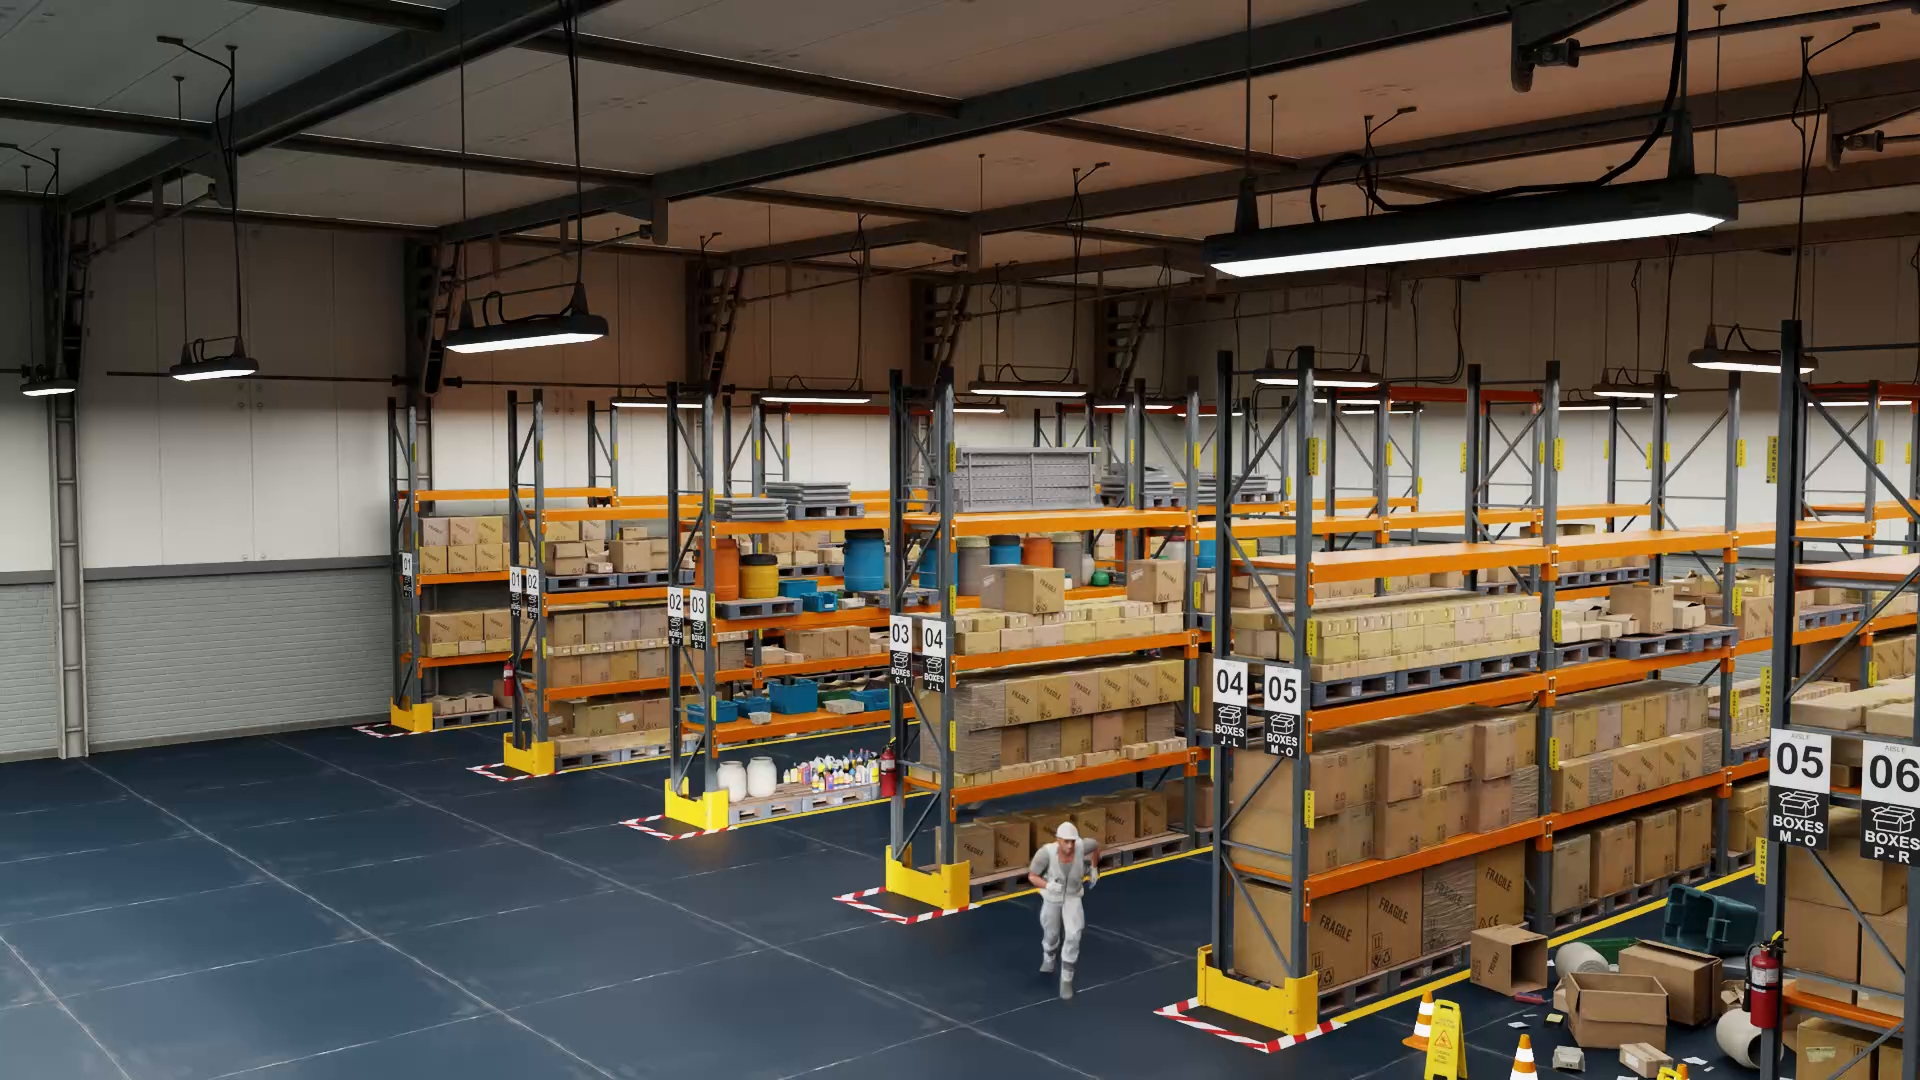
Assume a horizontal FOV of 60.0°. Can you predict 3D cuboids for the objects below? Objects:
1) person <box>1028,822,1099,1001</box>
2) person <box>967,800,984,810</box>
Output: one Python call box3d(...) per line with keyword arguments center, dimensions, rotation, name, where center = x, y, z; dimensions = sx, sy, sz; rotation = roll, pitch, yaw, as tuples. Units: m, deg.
box3d(center=(0.968, 3.435, 15.697), dimensions=(0.707, 1.717, 1.019), rotation=(0, 3, -7), name="person")
box3d(center=(-0.003, 2.971, 22.945), dimensions=(0.649, 1.777, 0.943), rotation=(2, 4, 35), name="person")
